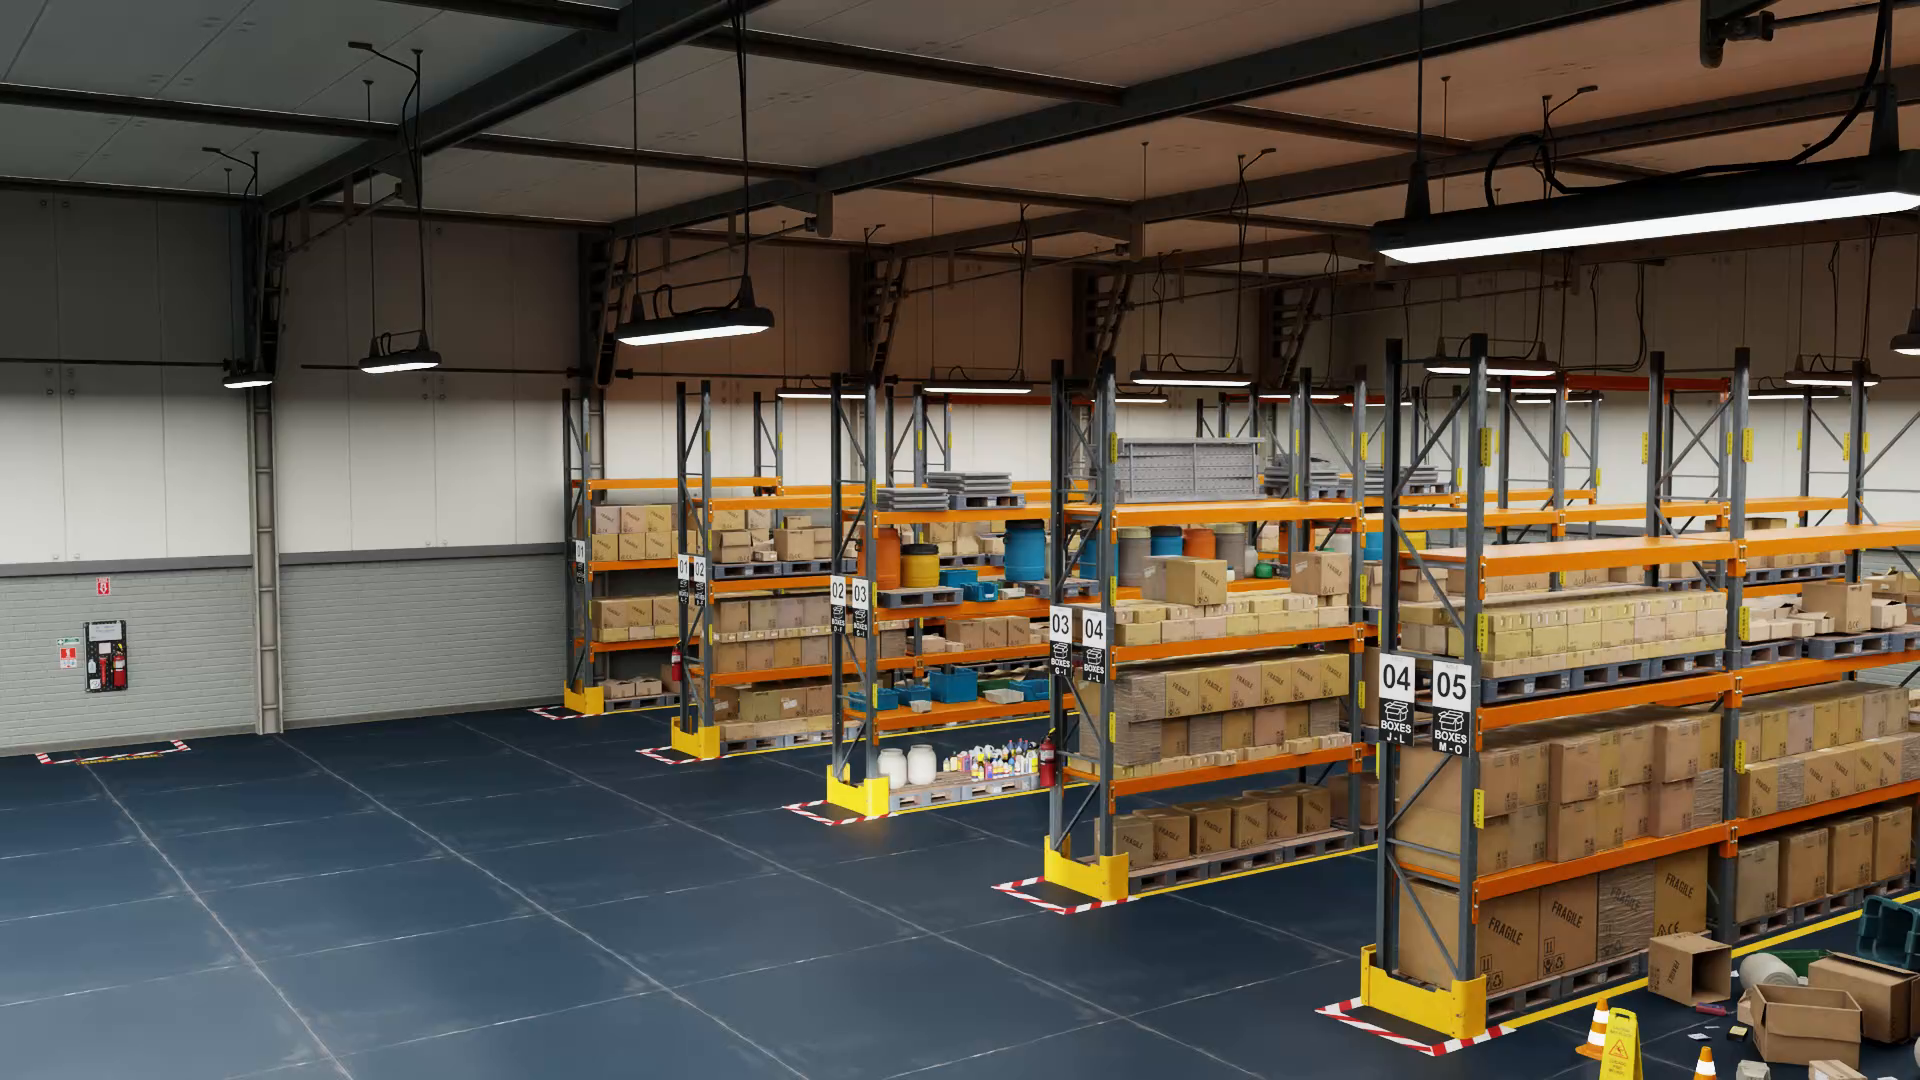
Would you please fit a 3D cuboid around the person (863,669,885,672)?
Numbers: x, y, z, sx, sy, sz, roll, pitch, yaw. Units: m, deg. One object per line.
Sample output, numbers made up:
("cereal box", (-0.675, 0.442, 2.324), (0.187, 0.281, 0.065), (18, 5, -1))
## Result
("person", (-1.571, 2.406, 30.646), (0.577, 1.590, 0.570), (-1, 4, -12))
